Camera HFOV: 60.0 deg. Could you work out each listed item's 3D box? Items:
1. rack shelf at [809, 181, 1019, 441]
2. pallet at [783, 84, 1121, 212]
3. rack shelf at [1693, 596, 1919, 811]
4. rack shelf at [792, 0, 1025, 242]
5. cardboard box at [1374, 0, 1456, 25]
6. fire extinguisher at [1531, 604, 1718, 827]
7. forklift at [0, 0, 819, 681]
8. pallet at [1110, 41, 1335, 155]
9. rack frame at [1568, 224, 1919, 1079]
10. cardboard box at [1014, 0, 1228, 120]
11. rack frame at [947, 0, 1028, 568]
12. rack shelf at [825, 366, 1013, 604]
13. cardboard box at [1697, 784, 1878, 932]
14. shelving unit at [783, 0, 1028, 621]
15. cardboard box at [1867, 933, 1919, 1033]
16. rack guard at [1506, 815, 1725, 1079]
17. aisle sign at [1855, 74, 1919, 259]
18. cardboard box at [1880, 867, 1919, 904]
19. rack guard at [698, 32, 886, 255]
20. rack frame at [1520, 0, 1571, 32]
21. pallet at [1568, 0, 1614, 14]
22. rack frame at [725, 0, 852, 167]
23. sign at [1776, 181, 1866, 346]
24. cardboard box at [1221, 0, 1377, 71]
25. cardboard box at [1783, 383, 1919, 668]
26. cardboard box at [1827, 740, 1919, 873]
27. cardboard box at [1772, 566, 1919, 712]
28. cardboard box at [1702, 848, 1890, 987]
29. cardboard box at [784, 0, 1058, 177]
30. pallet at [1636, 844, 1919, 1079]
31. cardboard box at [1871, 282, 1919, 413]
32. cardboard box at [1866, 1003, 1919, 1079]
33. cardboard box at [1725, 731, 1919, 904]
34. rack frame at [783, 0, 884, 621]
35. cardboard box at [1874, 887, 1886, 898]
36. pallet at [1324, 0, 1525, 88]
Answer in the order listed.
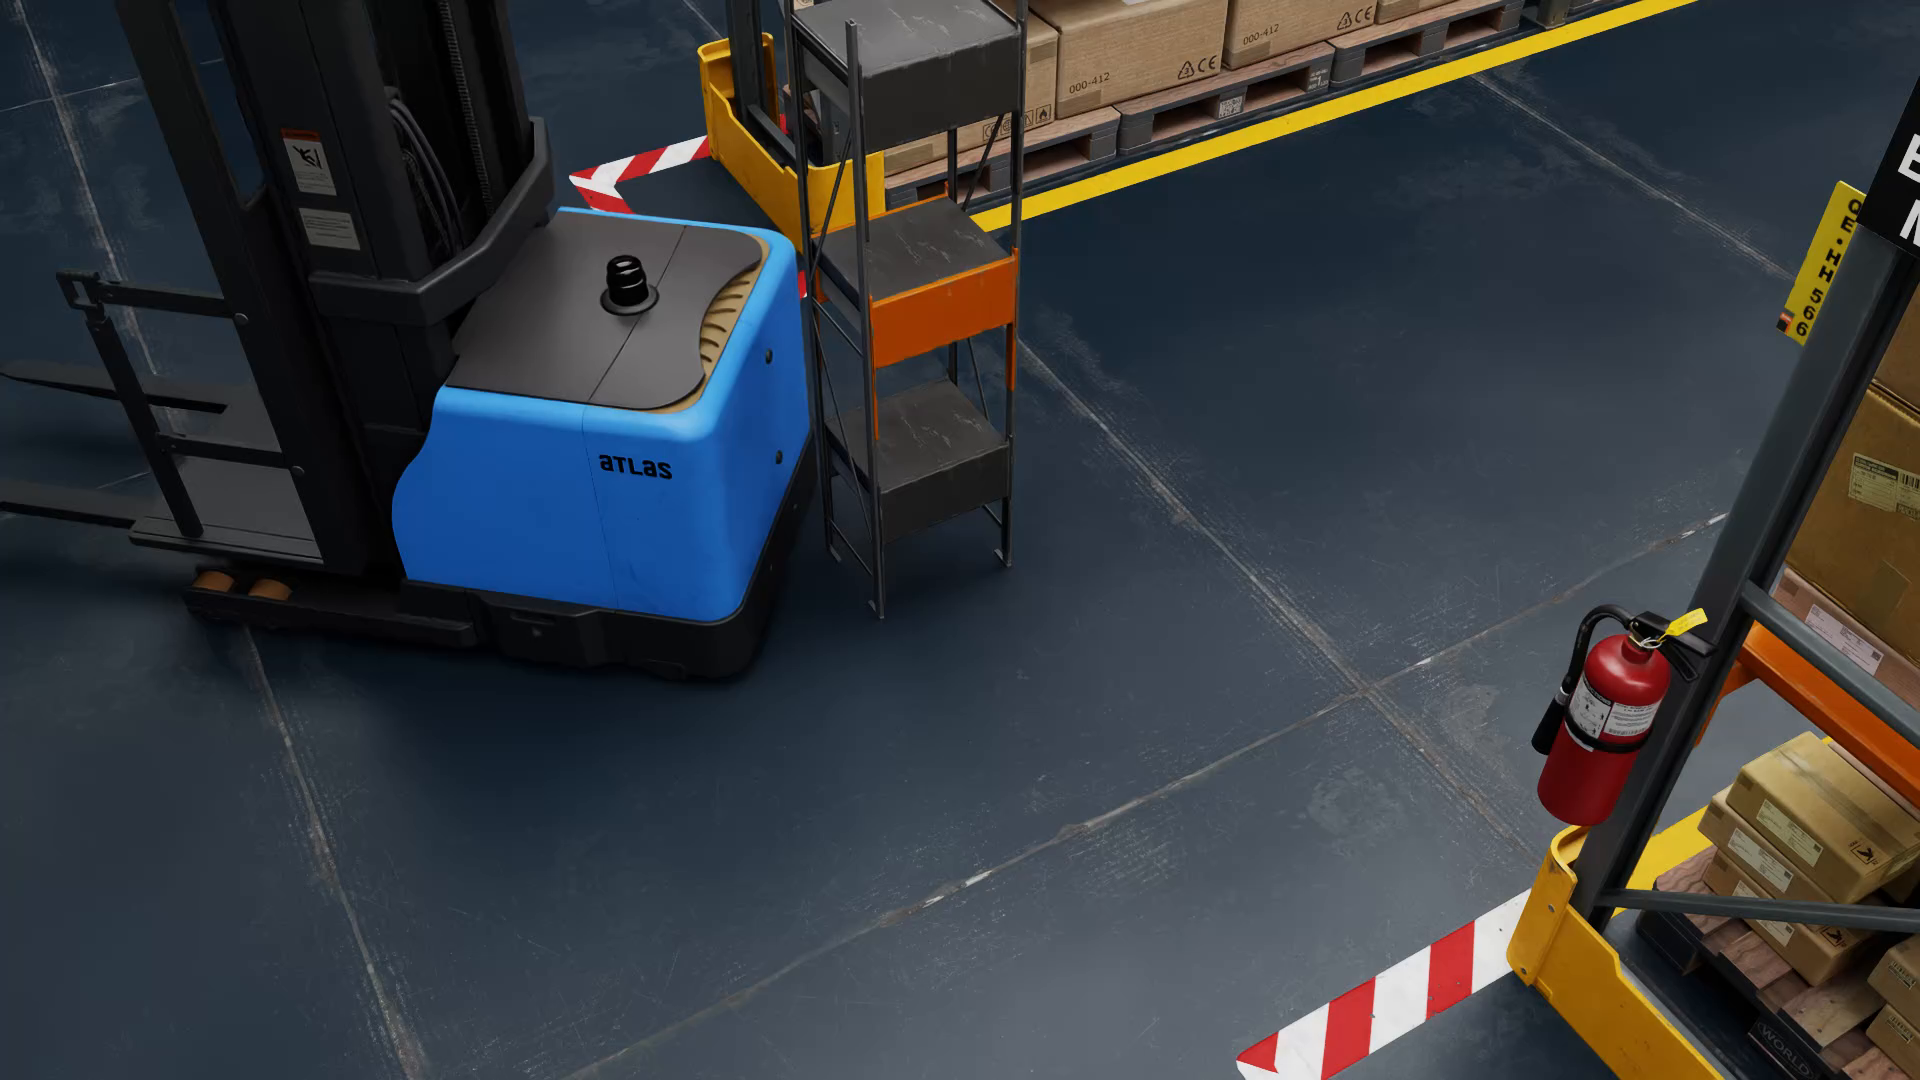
[{"bbox_3d":[-0.144,-0.686,4.969,0.480,0.518,0.431,-22,48,-21],"label":"rack shelf"},{"bbox_3d":[-0.048,-1.901,7.558,1.213,0.211,1.003,-22,48,-21],"label":"pallet"},{"bbox_3d":[3.585,-0.059,4.174,4.000,0.370,1.077,-22,48,-21],"label":"rack shelf"},{"bbox_3d":[-0.144,-1.189,4.482,0.480,0.518,0.431,-22,48,-21],"label":"rack shelf"},{"bbox_3d":[2.168,-3.043,8.270,0.875,0.438,0.875,-22,48,-21],"label":"cardboard box"},{"bbox_3d":[1.403,0.347,3.562,0.183,0.674,0.296,-22,48,-21],"label":"fire extinguisher"},{"bbox_3d":[-2.068,-1.116,4.796,3.031,2.935,1.130,8,45,8],"label":"forklift"},{"bbox_3d":[1.008,-2.322,7.991,1.213,0.211,1.003,-22,48,-21],"label":"pallet"},{"bbox_3d":[1.851,0.377,3.208,0.127,3.000,1.000,-22,48,-21],"label":"rack frame"},{"bbox_3d":[0.609,-2.421,7.629,0.875,0.438,0.875,-21,48,-20],"label":"cardboard box"},{"bbox_3d":[0.068,-0.781,5.047,0.015,2.100,0.400,-22,48,-21],"label":"rack frame"},{"bbox_3d":[-0.144,-0.184,5.457,0.480,0.518,0.431,-22,48,-21],"label":"rack shelf"},{"bbox_3d":[2.167,0.787,4.317,0.250,0.149,0.380,-23,49,-22],"label":"cardboard box"},{"bbox_3d":[-0.144,-0.696,4.960,0.503,2.100,0.431,-22,48,-21],"label":"shelving unit"},{"bbox_3d":[2.433,1.116,3.979,0.250,0.149,0.380,-20,48,-19],"label":"cardboard box"},{"bbox_3d":[1.917,1.247,4.106,0.348,0.500,1.175,-22,48,-21],"label":"rack guard"},{"bbox_3d":[1.638,-0.712,2.463,0.004,0.787,0.394,-22,48,-21],"label":"aisle sign"},{"bbox_3d":[2.420,0.729,4.377,0.250,0.149,0.380,-23,49,-22],"label":"cardboard box"},{"bbox_3d":[-0.723,-1.672,7.114,0.348,0.500,1.175,-22,48,-21],"label":"rack guard"},{"bbox_3d":[2.766,-3.965,7.682,0.127,3.000,1.000,-22,48,-21],"label":"rack frame"},{"bbox_3d":[3.397,-3.278,8.976,1.213,0.211,1.003,-22,48,-21],"label":"pallet"},{"bbox_3d":[-0.703,-2.577,6.252,0.127,3.000,1.000,-22,48,-21],"label":"rack frame"},{"bbox_3d":[1.592,-0.494,3.047,0.005,0.325,0.100,-22,48,-21],"label":"sign"},{"bbox_3d":[1.392,-2.732,7.950,0.875,0.438,0.875,-23,49,-22],"label":"cardboard box"},{"bbox_3d":[2.113,-0.077,3.390,0.500,0.500,0.500,-21,48,-20],"label":"cardboard box"},{"bbox_3d":[2.430,0.646,4.249,0.250,0.149,0.380,-21,48,-20],"label":"cardboard box"},{"bbox_3d":[1.993,0.183,3.588,0.250,0.149,0.380,-22,48,-21],"label":"cardboard box"},{"bbox_3d":[2.204,0.940,4.373,0.250,0.149,0.380,-21,48,-20],"label":"cardboard box"},{"bbox_3d":[-0.180,-2.098,7.296,0.875,0.438,0.875,-23,49,-22],"label":"cardboard box"},{"bbox_3d":[2.639,1.090,4.475,1.213,0.211,1.003,-22,48,-21],"label":"pallet"},{"bbox_3d":[2.124,-0.434,3.040,0.500,0.500,0.500,-23,49,-22],"label":"cardboard box"},{"bbox_3d":[2.465,1.261,4.043,0.250,0.149,0.380,-21,48,-20],"label":"cardboard box"},{"bbox_3d":[2.184,0.699,4.194,0.250,0.149,0.380,-21,48,-20],"label":"cardboard box"},{"bbox_3d":[-0.355,-0.611,4.872,0.015,2.100,0.400,-22,48,-21],"label":"rack frame"},{"bbox_3d":[2.376,0.790,4.528,0.250,0.149,0.380,-20,48,-20],"label":"cardboard box"},{"bbox_3d":[2.067,-2.748,8.430,1.213,0.211,1.003,-22,48,-21],"label":"pallet"}]
